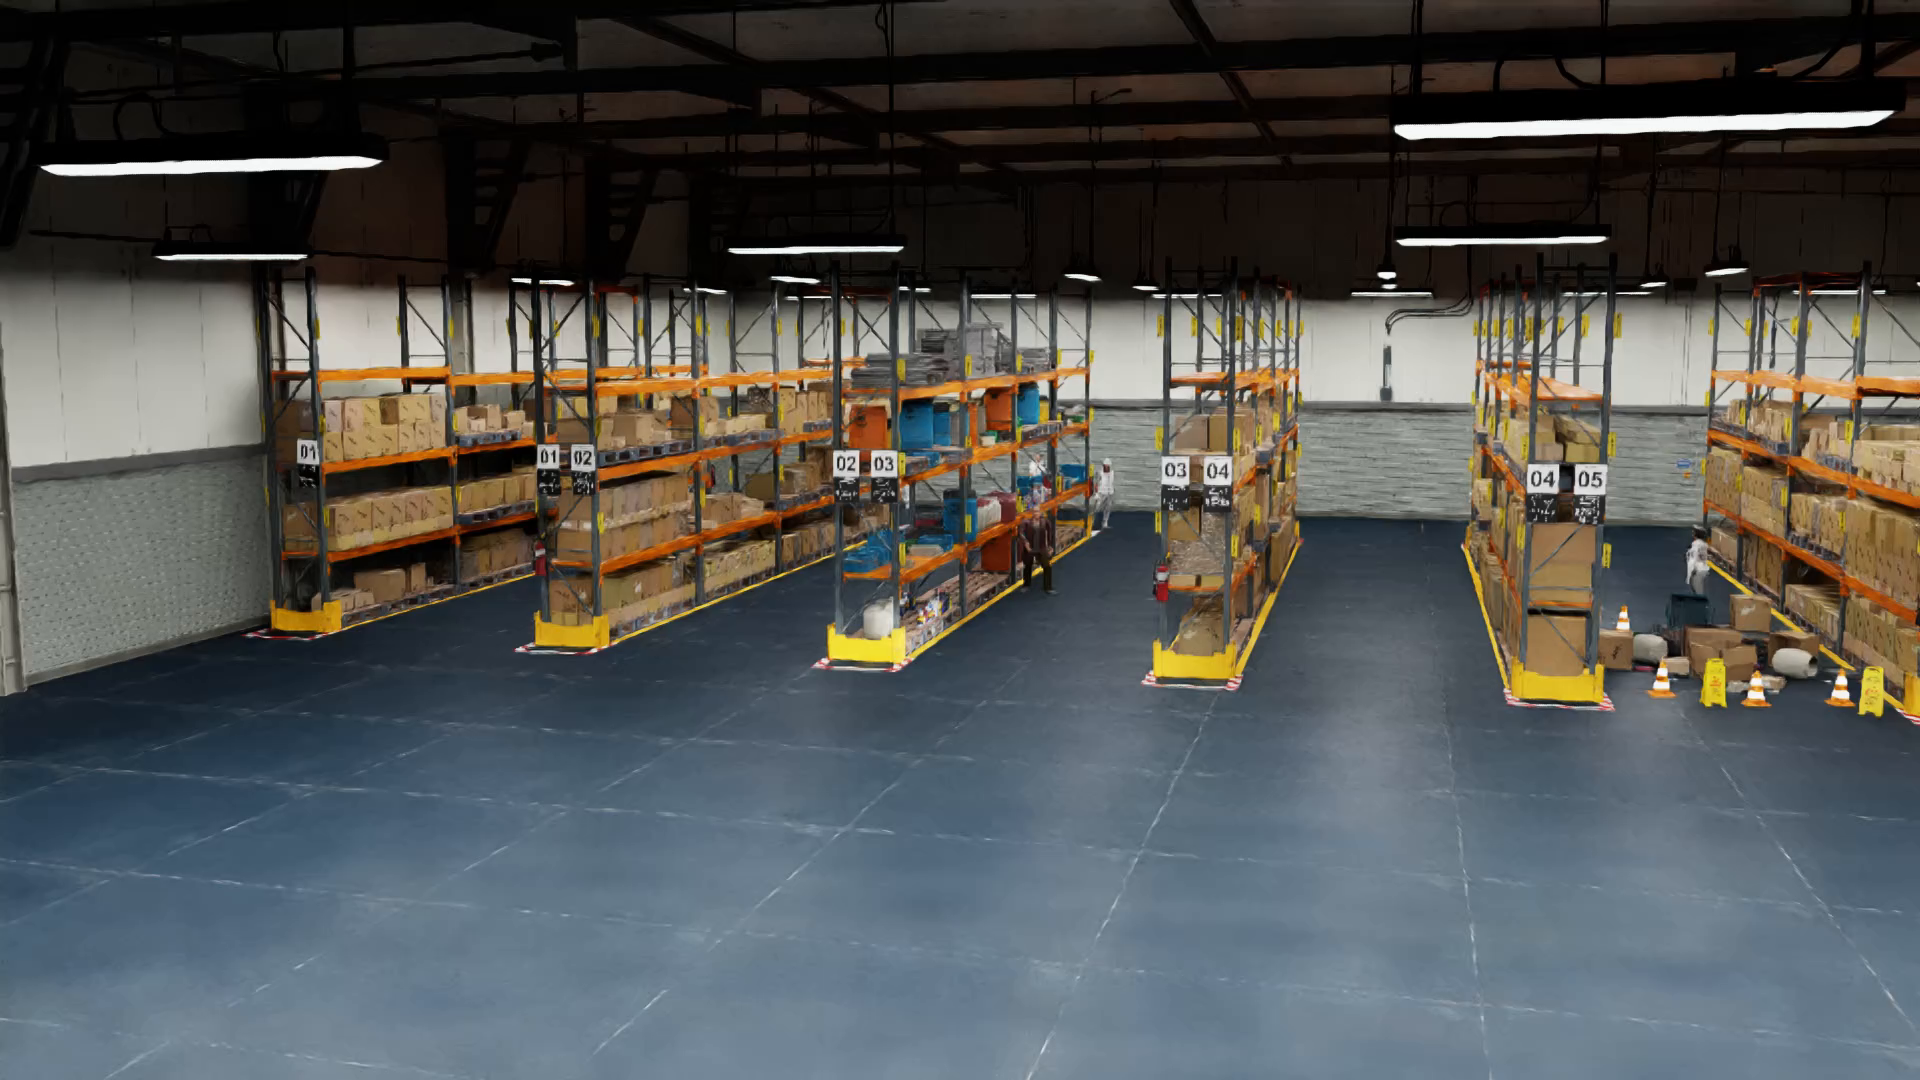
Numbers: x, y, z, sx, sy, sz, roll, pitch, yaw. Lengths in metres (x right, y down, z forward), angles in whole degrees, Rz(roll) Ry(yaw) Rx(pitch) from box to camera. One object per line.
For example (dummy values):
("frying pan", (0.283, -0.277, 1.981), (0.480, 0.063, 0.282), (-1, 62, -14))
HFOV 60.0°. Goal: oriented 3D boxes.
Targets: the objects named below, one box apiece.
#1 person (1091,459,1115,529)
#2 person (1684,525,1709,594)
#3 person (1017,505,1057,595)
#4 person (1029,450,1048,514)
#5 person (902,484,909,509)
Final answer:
("person", (3.522, -1.153, 41.591), (0.743, 1.770, 0.528), (-3, 8, -25))
("person", (12.499, 0.584, 28.262), (0.537, 1.664, 0.572), (7, 10, 42))
("person", (1.437, 0.170, 31.360), (0.735, 1.715, 0.896), (0, 7, -1))
("person", (2.121, -1.535, 44.568), (0.748, 1.757, 0.550), (-7, 10, -42))
("person", (-1.670, -1.706, 46.065), (0.675, 1.718, 0.808), (-1, 7, -4))
